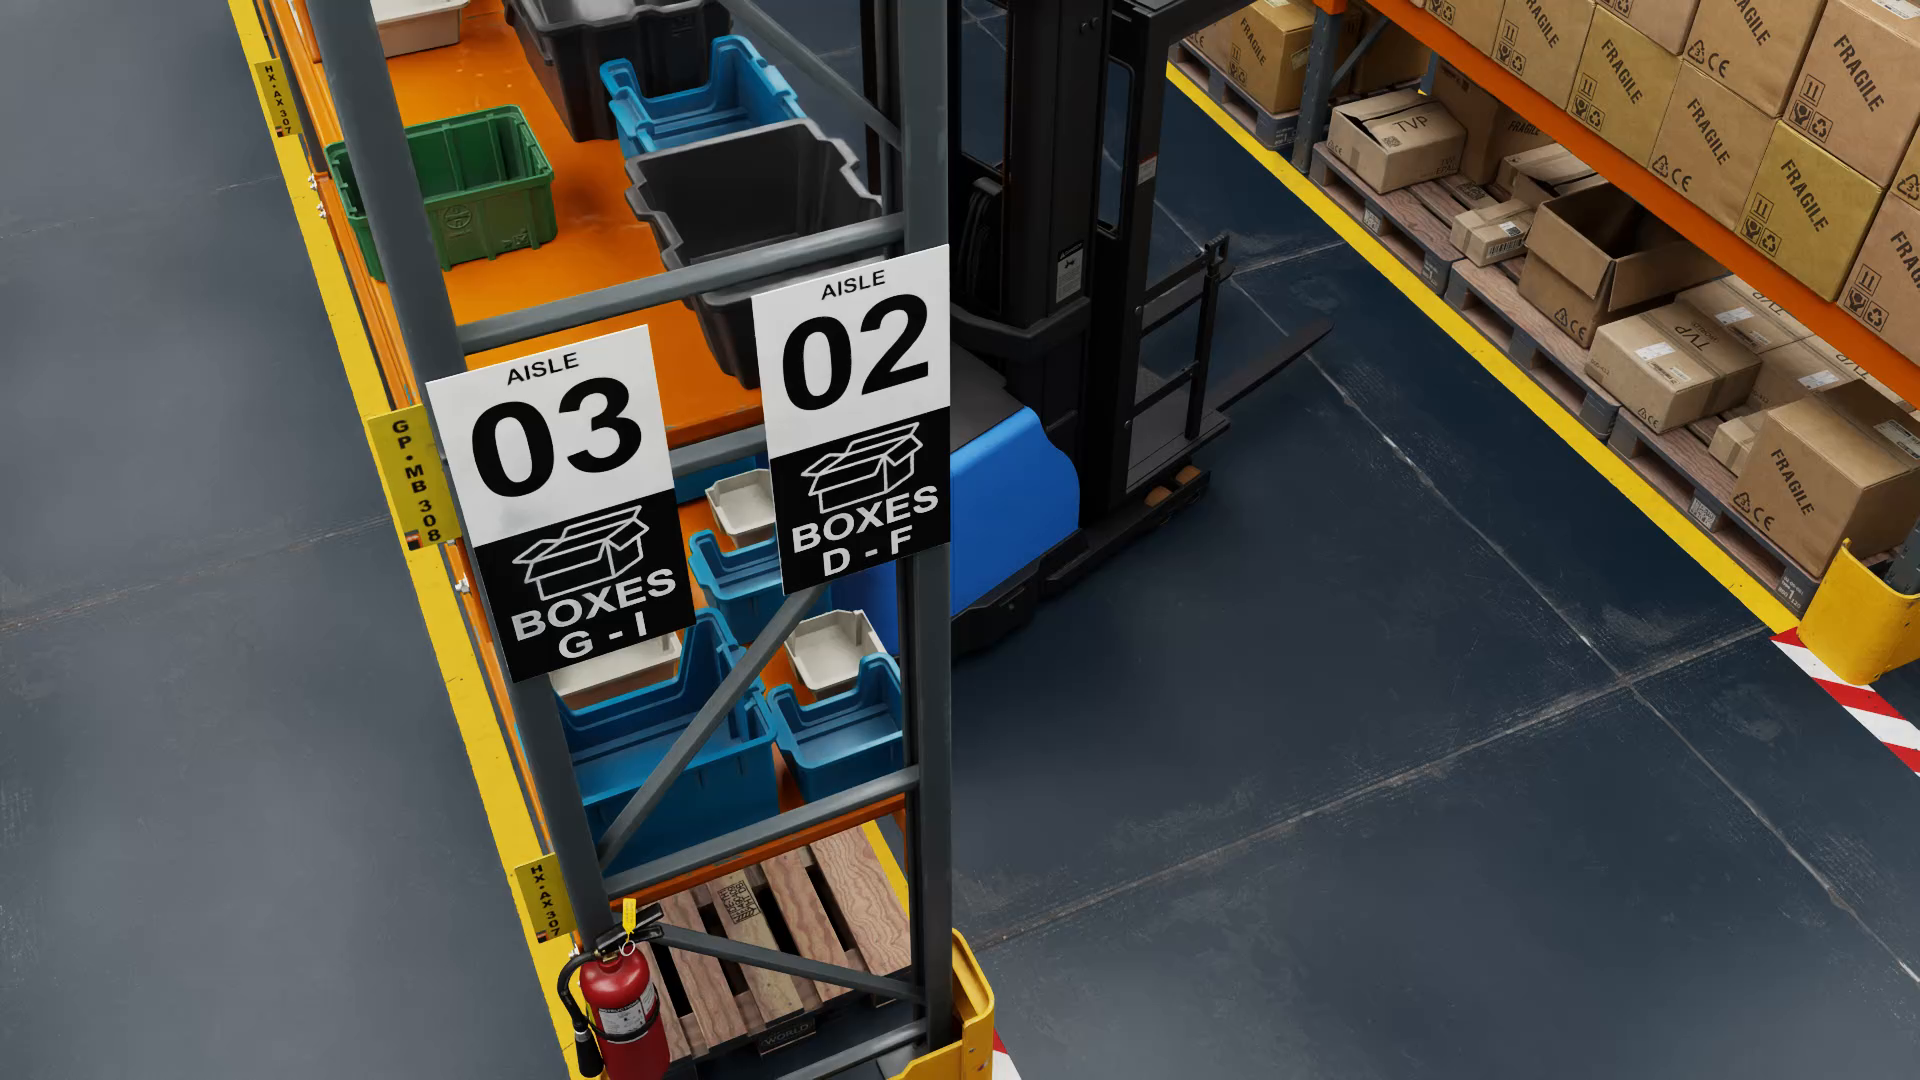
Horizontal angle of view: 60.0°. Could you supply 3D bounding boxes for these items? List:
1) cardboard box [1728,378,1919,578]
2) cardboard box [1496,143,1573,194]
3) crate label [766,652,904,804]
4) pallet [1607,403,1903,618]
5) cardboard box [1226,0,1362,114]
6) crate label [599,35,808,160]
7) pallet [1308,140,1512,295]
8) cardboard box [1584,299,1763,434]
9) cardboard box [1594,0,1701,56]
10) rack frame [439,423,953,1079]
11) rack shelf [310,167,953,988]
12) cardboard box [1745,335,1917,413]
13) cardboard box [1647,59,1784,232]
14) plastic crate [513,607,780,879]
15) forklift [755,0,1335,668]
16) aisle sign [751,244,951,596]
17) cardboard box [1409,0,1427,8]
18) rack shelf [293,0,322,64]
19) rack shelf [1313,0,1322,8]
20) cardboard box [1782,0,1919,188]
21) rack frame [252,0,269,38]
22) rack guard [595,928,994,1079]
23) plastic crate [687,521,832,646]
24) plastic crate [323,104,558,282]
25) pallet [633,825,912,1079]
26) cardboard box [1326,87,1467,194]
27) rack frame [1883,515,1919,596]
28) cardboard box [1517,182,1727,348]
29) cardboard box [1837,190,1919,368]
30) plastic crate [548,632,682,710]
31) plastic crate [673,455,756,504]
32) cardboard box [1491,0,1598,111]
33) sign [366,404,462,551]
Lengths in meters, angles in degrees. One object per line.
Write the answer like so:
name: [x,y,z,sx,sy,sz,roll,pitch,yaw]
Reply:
cardboard box: [3.544,-0.253,6.706,0.500,0.500,0.500,-18,47,-17]
cardboard box: [3.023,-1.903,8.628,0.380,0.149,0.250,-18,47,-17]
crate label: [-0.305,0.531,4.521,0.416,0.233,0.303,-18,47,-17]
pallet: [3.628,-0.276,7.249,1.003,0.211,1.213,-18,47,-17]
cardboard box: [1.847,-2.758,9.245,0.500,0.500,0.500,-18,47,-18]
crate label: [-0.594,-0.950,3.917,0.408,0.251,0.502,-18,47,-17]
pallet: [2.602,-1.831,8.824,1.003,0.211,1.213,-18,47,-17]
cardboard box: [3.172,-0.778,7.417,0.500,0.250,0.500,-18,47,-17]
cardboard box: [2.908,-2.285,6.515,0.500,0.500,0.500,-17,47,-16]
rack frame: [-0.500,0.748,4.225,1.000,3.000,0.127,-18,47,-17]
rack shelf: [-1.341,-0.271,5.770,1.077,0.370,4.000,-18,47,-17]
cardboard box: [3.815,-0.639,7.276,0.500,0.250,0.500,-18,47,-17]
cardboard box: [3.135,-1.602,6.536,0.500,0.500,0.500,-18,47,-17]
plastic crate: [-0.810,0.556,4.352,0.616,0.435,0.499,-18,47,-17]
forklift: [0.450,-1.346,6.396,3.031,2.935,1.130,-34,54,-30]
aisle sign: [-0.200,-0.219,3.355,0.394,0.787,0.004,-18,47,-17]
cardboard box: [2.281,-2.892,7.843,0.500,0.500,0.500,-17,47,-16]
rack shelf: [-1.341,-2.264,3.803,1.077,0.370,4.000,-18,47,-17]
rack shelf: [1.473,-4.280,9.833,1.077,0.370,4.000,-18,47,-17]
cardboard box: [3.346,-1.628,5.850,0.500,0.500,0.500,-17,47,-16]
rack frame: [-3.863,-4.350,9.392,1.000,3.000,0.127,-18,47,-17]
rack guard: [-0.478,1.649,5.092,1.175,0.500,0.348,-18,47,-17]
plastic crate: [-0.582,0.112,4.946,0.416,0.233,0.300,-18,47,-17]
plastic crate: [-1.173,-0.789,3.798,0.450,0.188,0.336,-18,47,-17]
pallet: [-0.811,1.203,5.749,1.003,0.211,1.213,-18,47,-17]
cardboard box: [2.294,-2.130,8.743,0.500,0.311,0.500,-18,47,-17]
rack frame: [3.996,-0.713,5.705,1.000,3.000,0.127,-18,47,-17]
cardboard box: [3.109,-1.334,7.799,0.797,0.503,0.637,-18,47,-17]
cardboard box: [3.561,-0.953,5.878,0.500,0.500,0.500,-17,47,-16]
plastic crate: [-1.007,0.354,4.769,0.396,0.136,0.243,-18,47,-17]
plastic crate: [-0.858,-0.308,5.371,0.416,0.233,0.300,-18,47,-17]
cardboard box: [2.708,-2.247,7.189,0.500,0.500,0.500,-18,47,-18]
sign: [-0.992,-0.110,3.033,0.100,0.325,0.005,-18,47,-17]
